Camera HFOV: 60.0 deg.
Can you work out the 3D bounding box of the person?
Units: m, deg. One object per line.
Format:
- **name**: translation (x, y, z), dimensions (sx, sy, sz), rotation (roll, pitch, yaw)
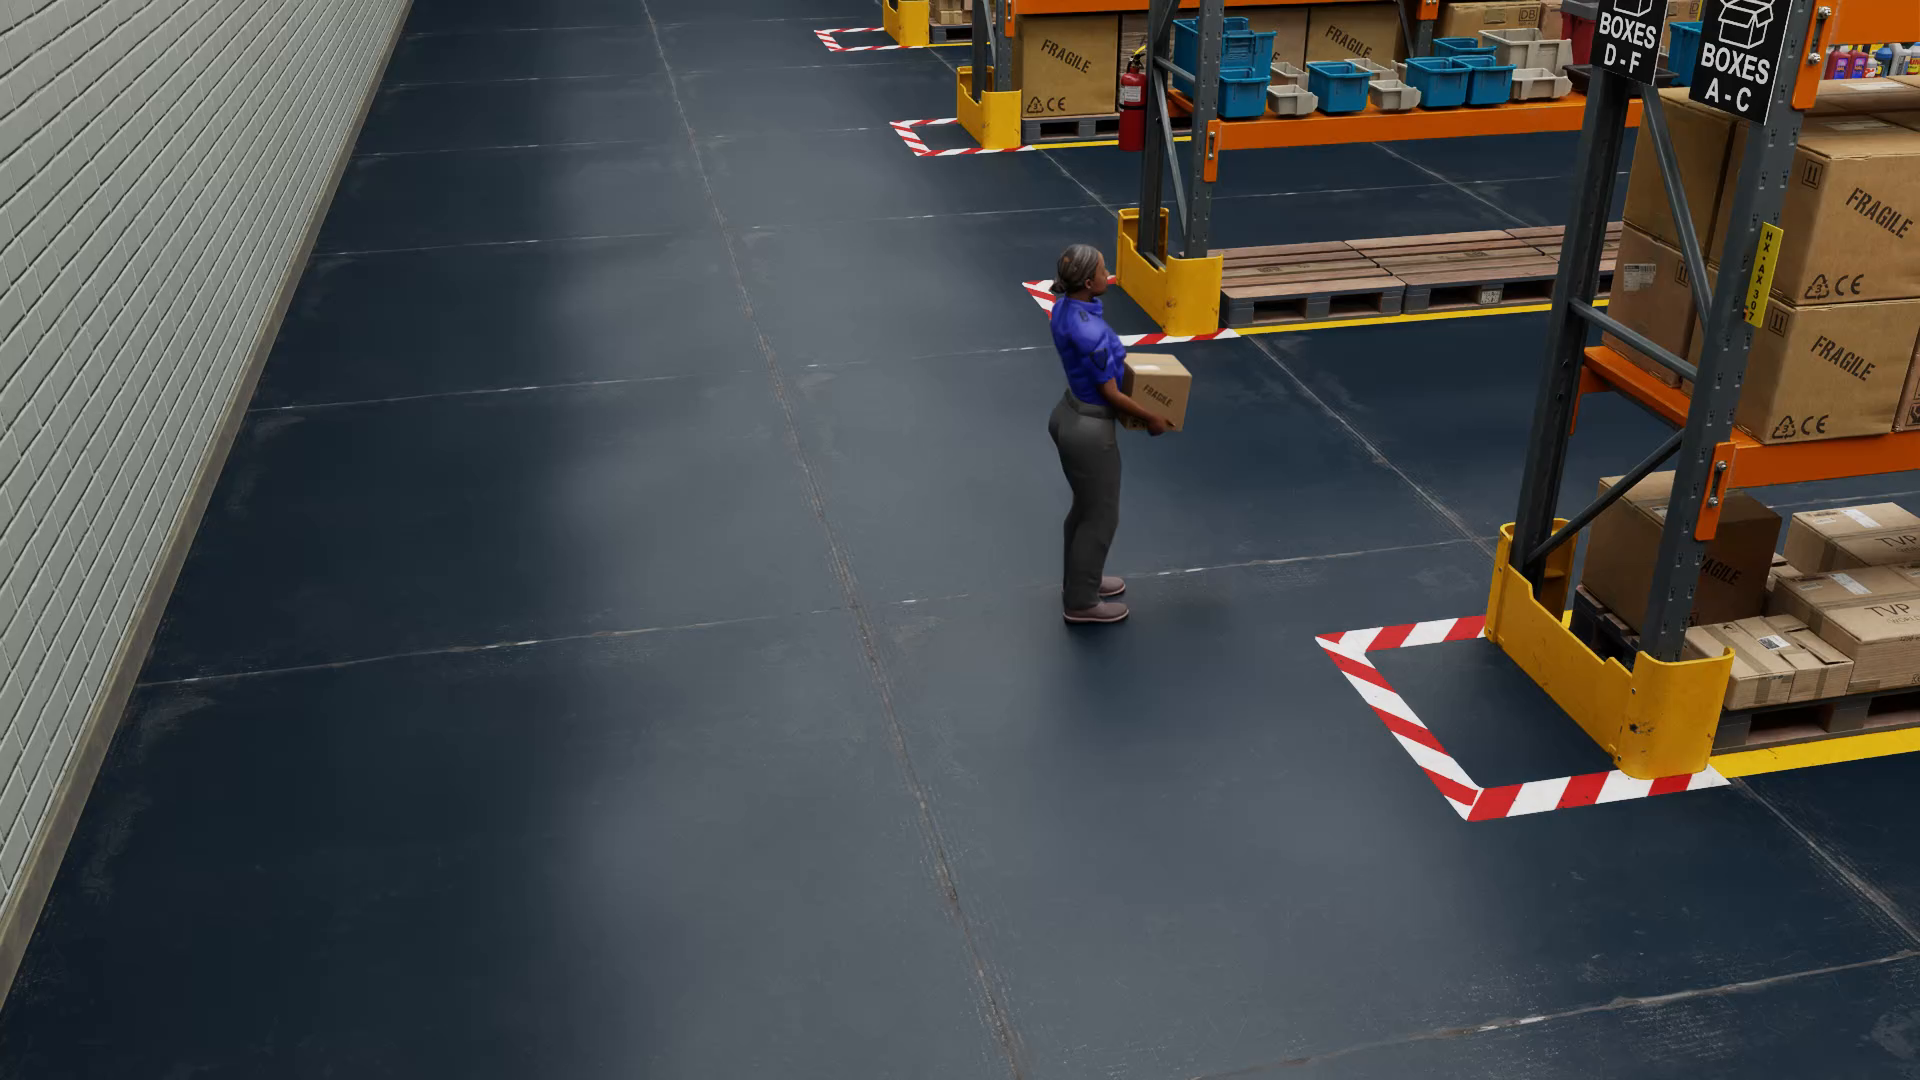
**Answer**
- **person**: translation (0.617, -0.449, 7.019), dimensions (0.512, 1.650, 0.451), rotation (-5, 27, -11)
